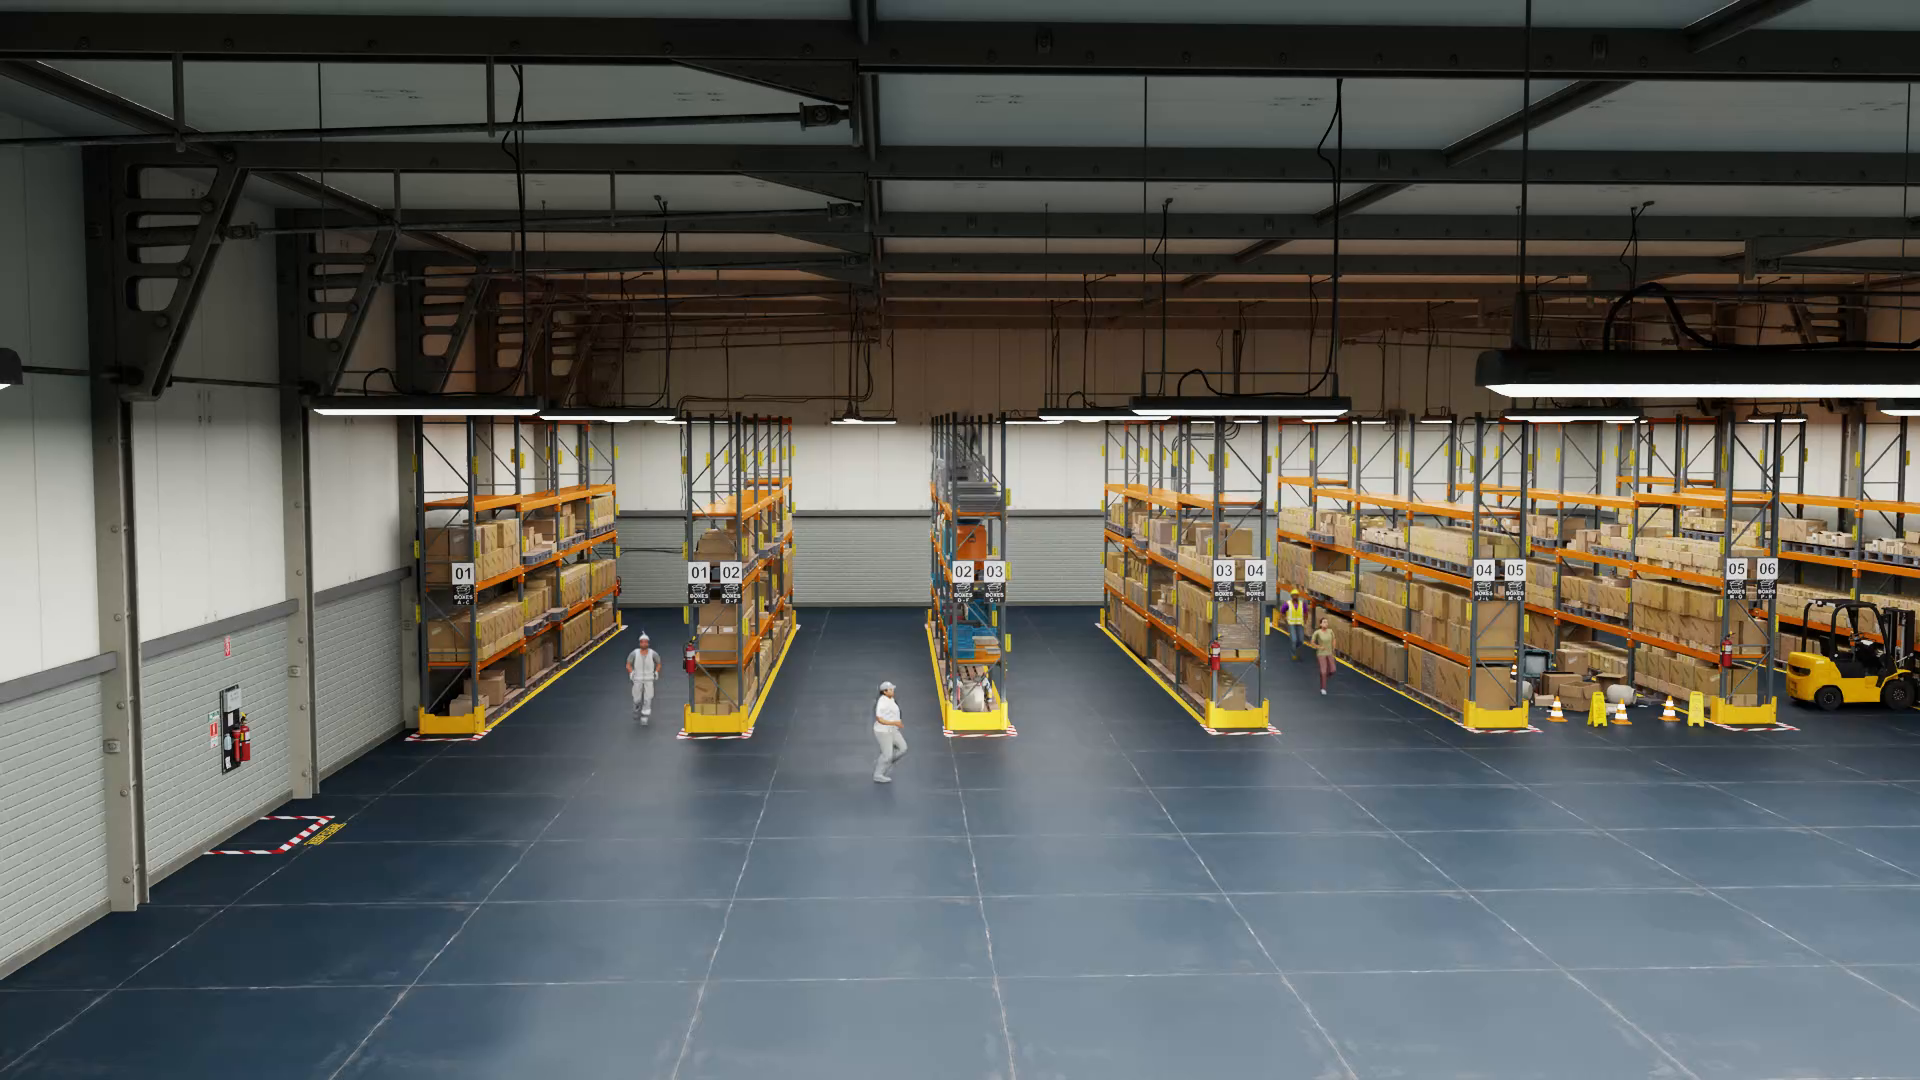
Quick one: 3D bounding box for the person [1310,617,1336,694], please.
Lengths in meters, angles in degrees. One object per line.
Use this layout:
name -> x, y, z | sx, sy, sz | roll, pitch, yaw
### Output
person -> 7.830, 2.478, 35.735 | 0.617, 1.636, 0.560 | -1, 4, -12

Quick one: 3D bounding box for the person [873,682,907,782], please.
person -> -1.127, 3.081, 26.739 | 0.575, 1.623, 0.579 | 1, 4, 19

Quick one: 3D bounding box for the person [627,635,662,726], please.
person -> -6.058, 2.687, 31.924 | 0.662, 1.740, 0.604 | -1, 4, -12

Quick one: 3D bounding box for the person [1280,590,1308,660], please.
person -> 8.238, 2.076, 40.972 | 0.698, 1.718, 0.610 | 0, 4, -2

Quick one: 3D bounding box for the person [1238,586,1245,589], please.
person -> 7.764, 1.653, 47.631 | 0.817, 1.645, 0.710 | 1, 4, 15
